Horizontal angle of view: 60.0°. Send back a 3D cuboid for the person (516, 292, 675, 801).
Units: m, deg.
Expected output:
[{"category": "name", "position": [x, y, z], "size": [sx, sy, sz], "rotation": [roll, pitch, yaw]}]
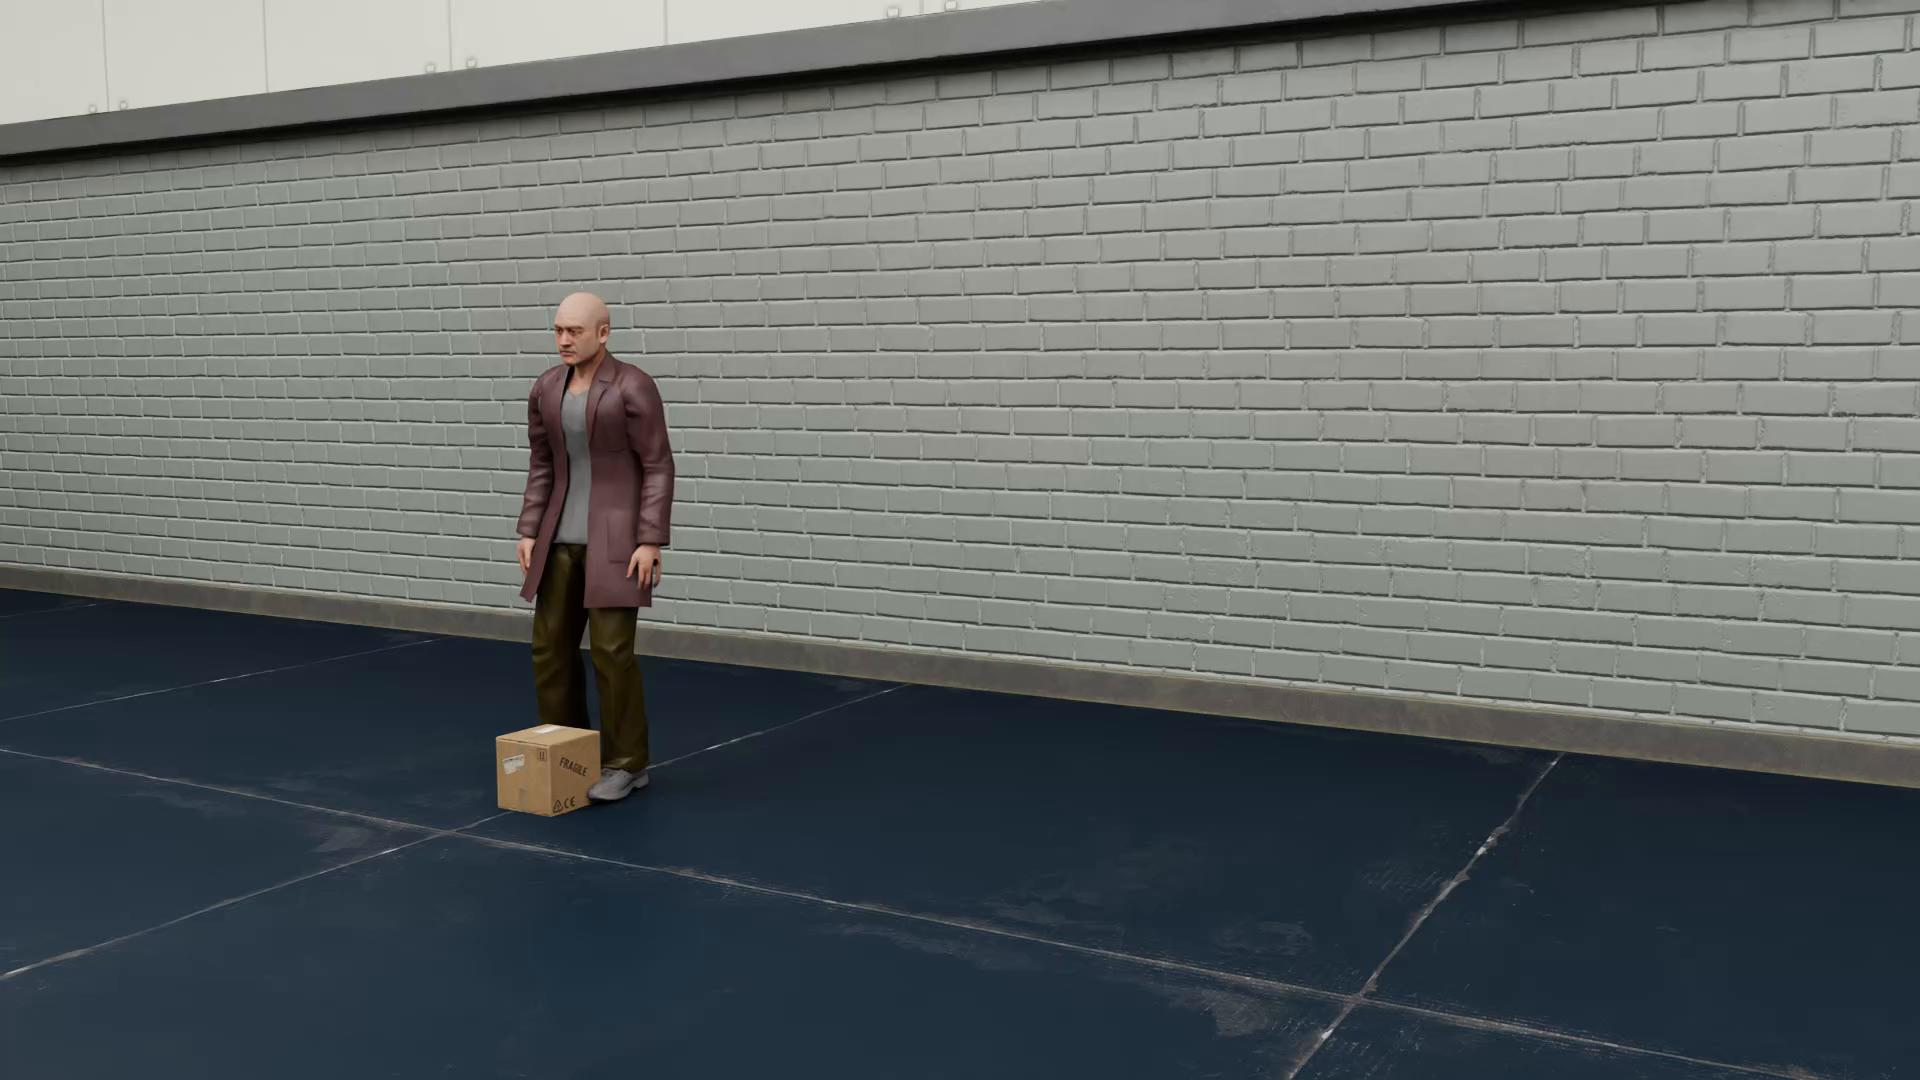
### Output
[{"category": "person", "position": [-1.312, 0.017, 5.912], "size": [0.642, 1.772, 0.428], "rotation": [3, 6, 26]}]
